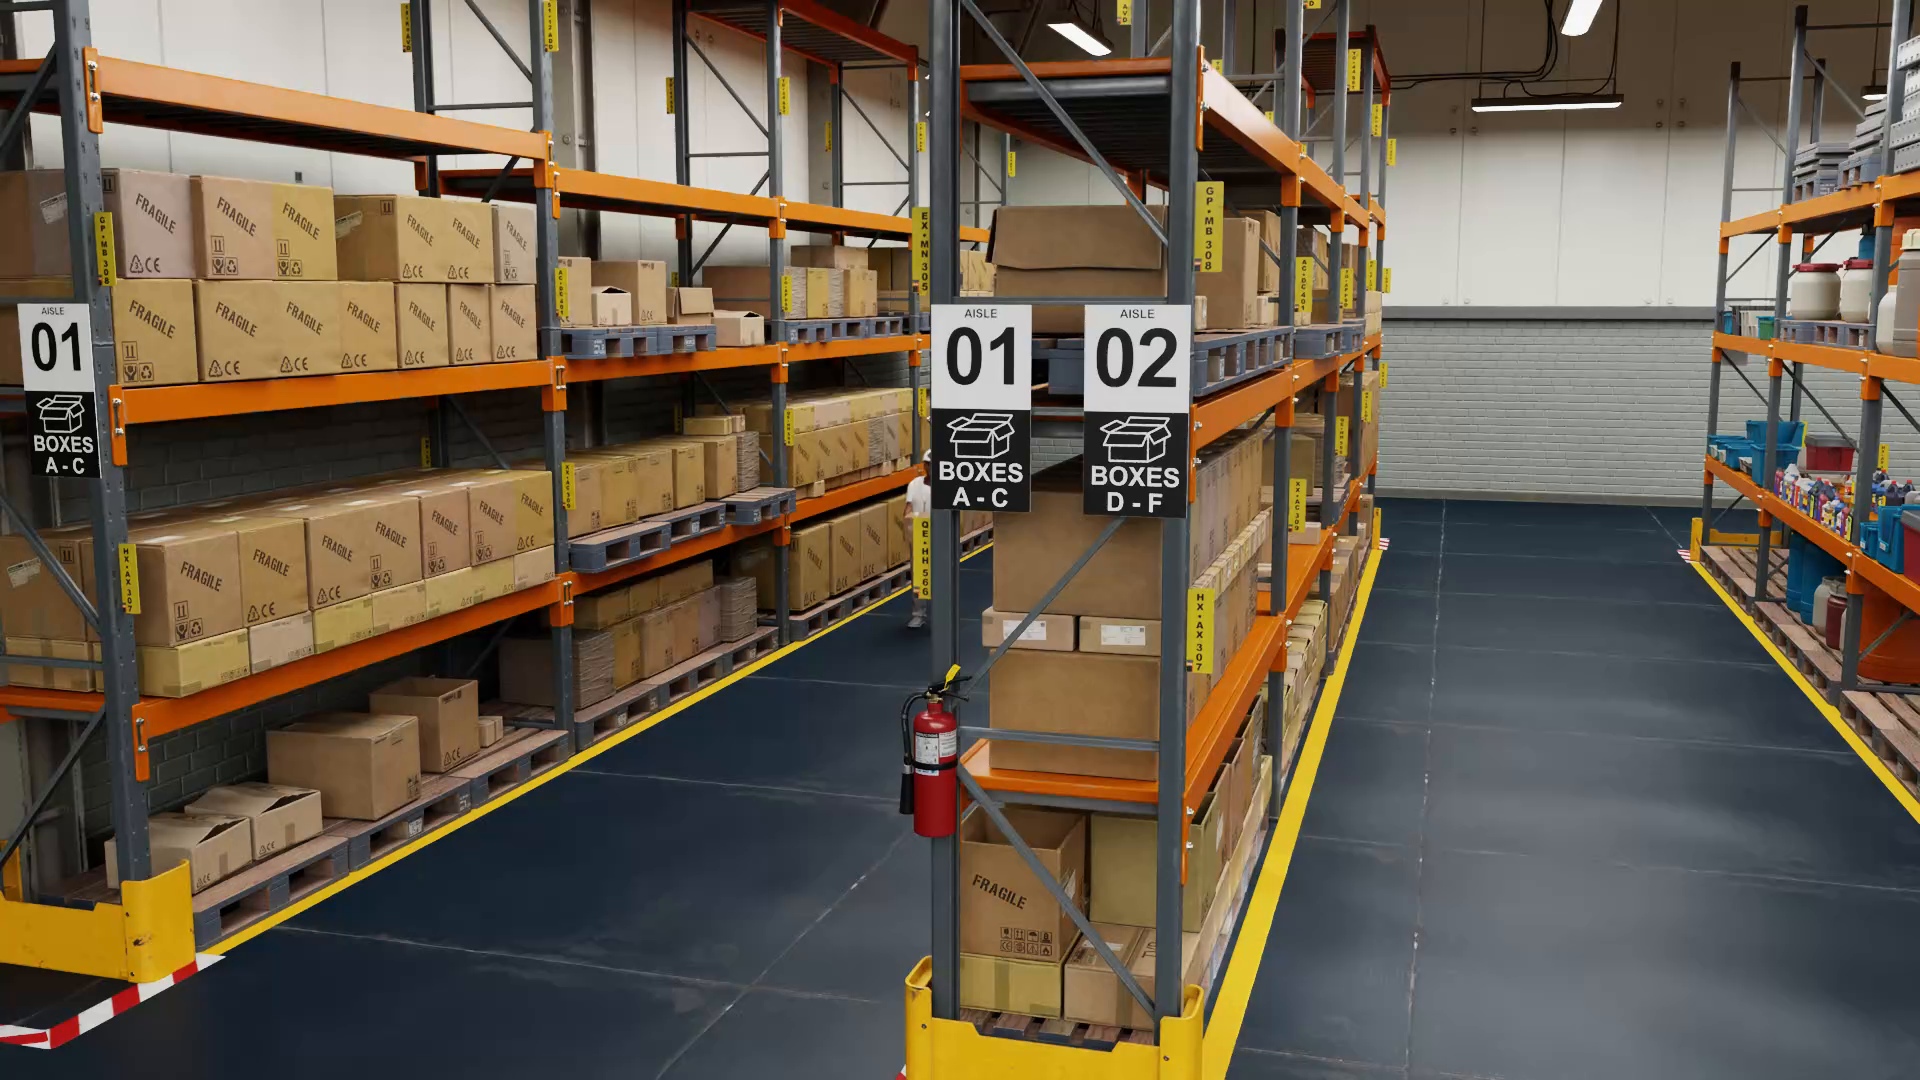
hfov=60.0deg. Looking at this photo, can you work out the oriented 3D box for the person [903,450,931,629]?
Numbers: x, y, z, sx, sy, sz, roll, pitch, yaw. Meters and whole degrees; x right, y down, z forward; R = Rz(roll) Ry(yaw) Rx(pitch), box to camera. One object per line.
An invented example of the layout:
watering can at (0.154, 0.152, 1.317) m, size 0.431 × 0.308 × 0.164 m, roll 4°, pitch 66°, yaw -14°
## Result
person at (-0.312, -0.003, 16.280) m, size 0.504 × 1.762 × 0.566 m, roll 3°, pitch 9°, yaw 18°
